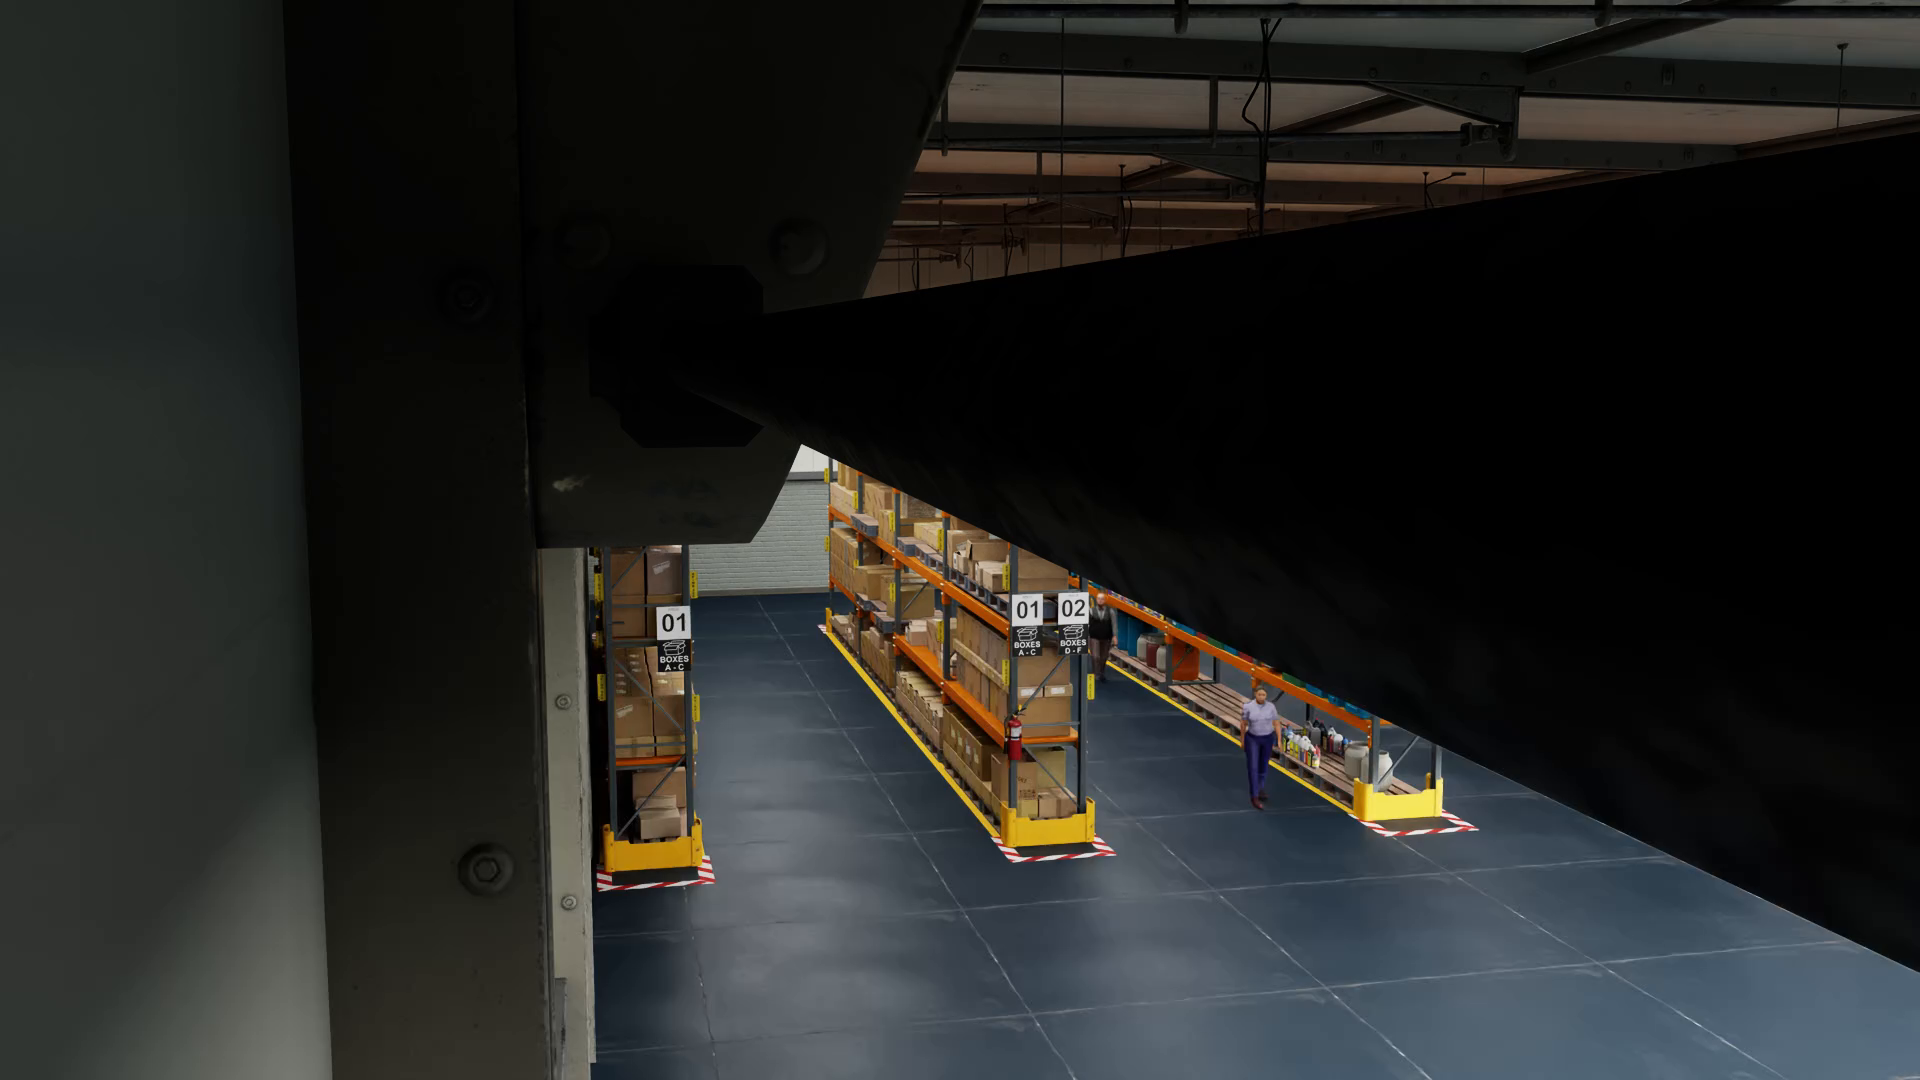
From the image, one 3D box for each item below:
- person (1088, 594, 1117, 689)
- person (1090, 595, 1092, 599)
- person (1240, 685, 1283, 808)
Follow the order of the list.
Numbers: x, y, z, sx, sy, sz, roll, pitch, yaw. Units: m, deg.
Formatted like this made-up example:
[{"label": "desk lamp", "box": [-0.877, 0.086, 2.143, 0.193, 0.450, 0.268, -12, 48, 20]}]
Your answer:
[{"label": "person", "box": [2.624, 1.831, 30.732, 0.563, 1.679, 1.004, -1, 7, -4]}, {"label": "person", "box": [3.190, 0.706, 40.534, 0.445, 1.611, 0.863, -2, 7, -15]}, {"label": "person", "box": [4.154, 2.807, 22.894, 0.524, 1.616, 0.741, -1, 7, -5]}]
